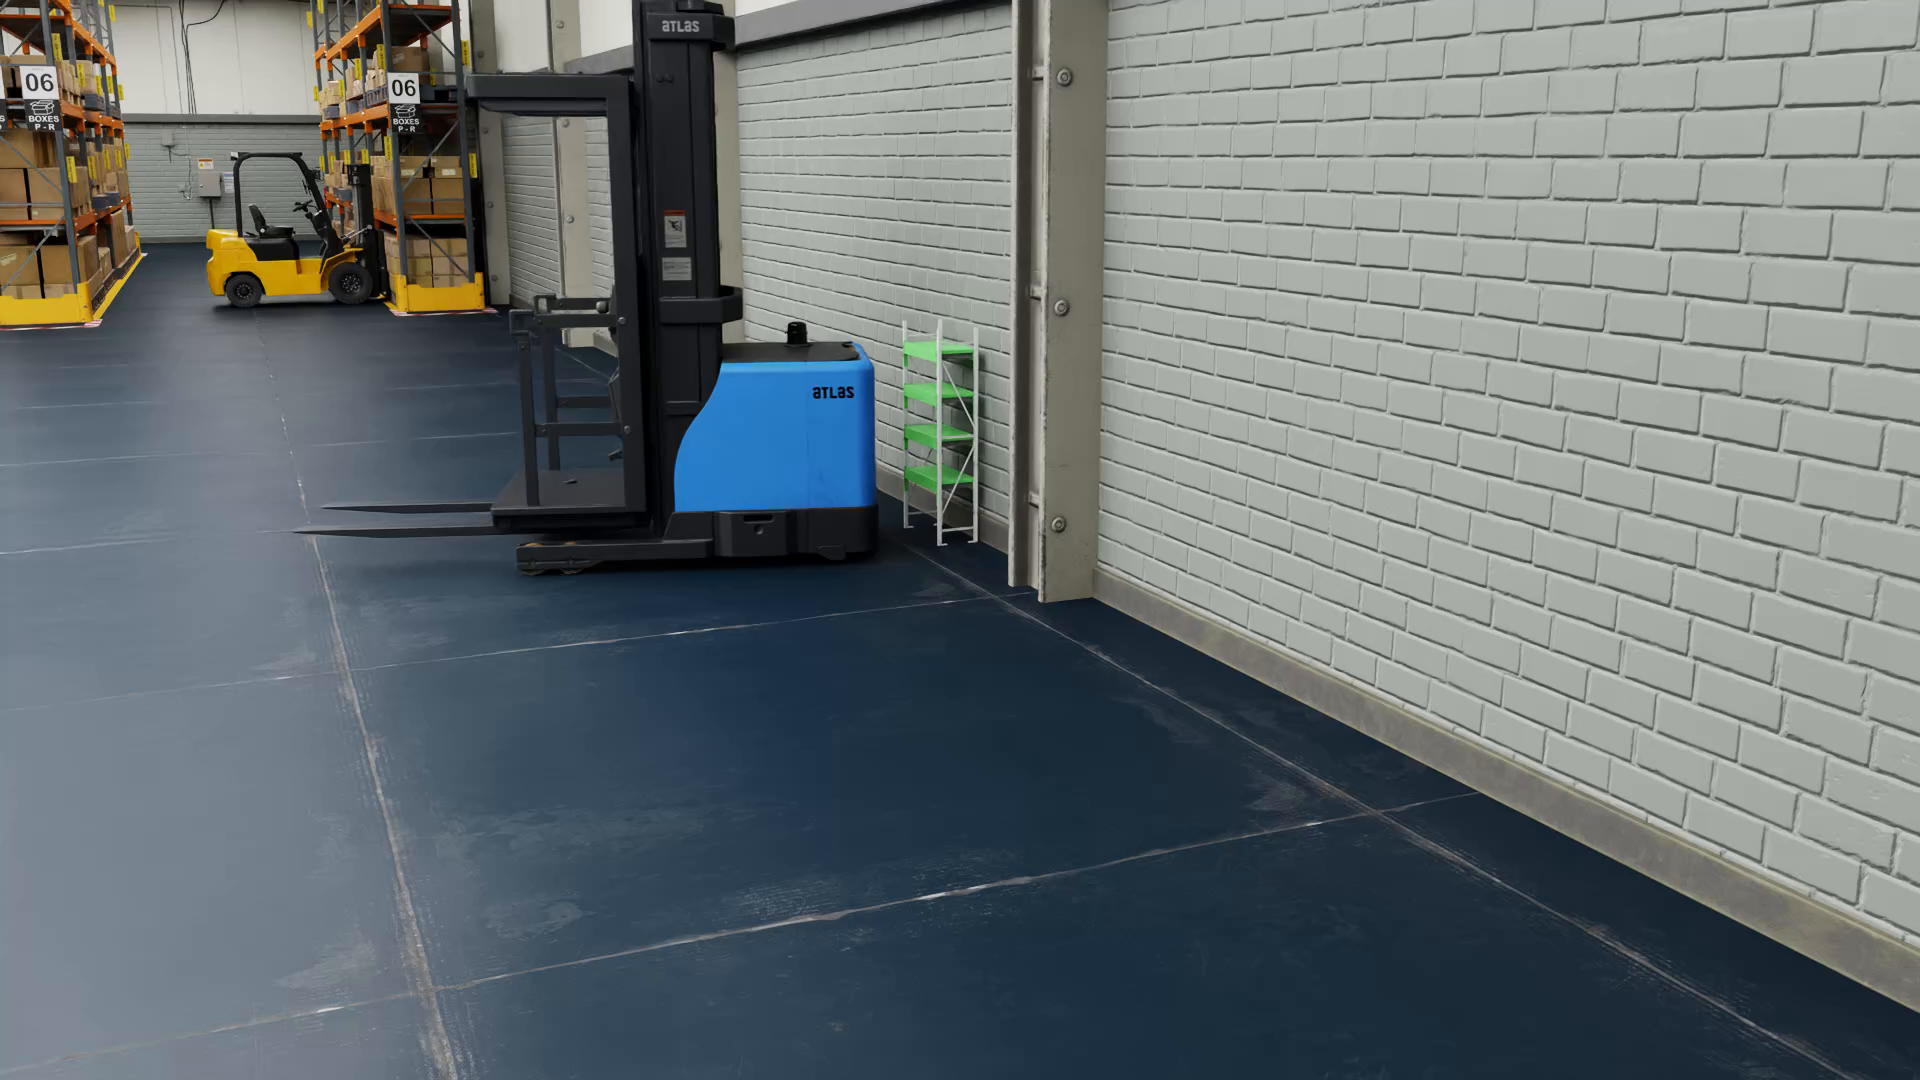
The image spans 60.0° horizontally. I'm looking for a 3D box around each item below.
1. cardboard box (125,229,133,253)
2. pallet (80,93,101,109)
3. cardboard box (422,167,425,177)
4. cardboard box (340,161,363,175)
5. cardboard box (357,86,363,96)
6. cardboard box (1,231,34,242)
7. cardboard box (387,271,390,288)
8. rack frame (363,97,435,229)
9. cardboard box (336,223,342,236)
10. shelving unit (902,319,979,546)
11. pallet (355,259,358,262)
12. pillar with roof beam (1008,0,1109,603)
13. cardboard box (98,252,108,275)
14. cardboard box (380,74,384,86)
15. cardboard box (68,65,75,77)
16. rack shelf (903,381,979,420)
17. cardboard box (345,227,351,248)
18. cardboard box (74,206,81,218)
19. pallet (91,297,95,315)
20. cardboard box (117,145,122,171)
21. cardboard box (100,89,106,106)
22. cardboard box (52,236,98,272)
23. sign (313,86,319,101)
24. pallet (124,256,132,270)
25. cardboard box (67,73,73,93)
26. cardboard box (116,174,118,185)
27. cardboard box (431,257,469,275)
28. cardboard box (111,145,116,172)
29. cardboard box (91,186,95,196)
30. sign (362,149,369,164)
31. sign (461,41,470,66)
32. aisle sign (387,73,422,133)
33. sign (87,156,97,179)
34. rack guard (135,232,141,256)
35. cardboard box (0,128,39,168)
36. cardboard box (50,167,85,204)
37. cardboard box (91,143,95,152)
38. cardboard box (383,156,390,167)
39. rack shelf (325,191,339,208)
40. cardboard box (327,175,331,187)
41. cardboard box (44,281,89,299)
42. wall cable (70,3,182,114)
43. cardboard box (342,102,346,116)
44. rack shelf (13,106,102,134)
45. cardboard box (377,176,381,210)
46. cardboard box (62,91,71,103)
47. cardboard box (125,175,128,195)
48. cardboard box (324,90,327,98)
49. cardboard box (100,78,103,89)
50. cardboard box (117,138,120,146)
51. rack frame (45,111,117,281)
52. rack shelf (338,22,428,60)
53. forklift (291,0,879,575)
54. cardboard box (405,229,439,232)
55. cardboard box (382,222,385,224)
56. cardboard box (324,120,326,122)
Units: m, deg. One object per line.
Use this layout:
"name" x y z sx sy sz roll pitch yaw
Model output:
"cardboard box" -17.162 -6.016 33.461 0.875 0.438 0.875 -6 14 -25
"pallet" -13.594 -6.589 24.953 1.213 0.211 1.003 -6 14 -23
"cardboard box" -7.787 -5.482 24.743 0.380 0.149 0.250 -6 14 -23
"cardboard box" -11.324 -6.933 31.514 0.797 0.503 0.637 -6 14 -24
"cardboard box" -9.617 -7.324 27.112 0.380 0.149 0.250 -6 14 -23
"cardboard box" -12.813 -4.121 22.588 0.380 0.149 0.250 -5 14 -21
"cardboard box" -8.156 -3.846 24.504 0.500 0.250 0.500 -5 14 -22
"rack frame" -8.898 -5.532 26.618 1.000 3.000 0.127 -6 14 -23
"cardboard box" -12.824 -6.468 35.276 0.700 0.500 0.500 -6 14 -25
"shelving unit" -0.112 -0.614 9.361 0.258 1.200 0.503 -6 14 -23
"pallet" -10.765 -5.157 31.184 1.003 0.211 1.213 -6 14 -23
"pillar with roof beam" -3.483 -3.745 5.596 9.100 9.000 0.400 -6 14 -23
"cardboard box" -14.228 -4.407 26.654 0.950 0.372 0.625 -5 14 -21
"cardboard box" -7.906 -6.441 23.300 0.380 0.149 0.250 -6 14 -25
"cardboard box" -12.697 -6.614 23.430 0.380 0.149 0.250 -5 14 -21
"rack shelf" -0.112 -0.786 9.322 0.258 0.148 0.480 -6 14 -23
"cardboard box" -11.893 -5.942 33.002 0.500 0.500 0.500 -6 14 -24
"cardboard box" -11.994 -4.392 22.252 0.380 0.149 0.250 -5 14 -22
"pallet" -12.166 -3.084 22.228 1.003 0.211 1.213 -6 14 -23
"cardboard box" -17.010 -7.603 33.129 0.500 0.500 0.500 -5 14 -22
"cardboard box" -16.104 -8.195 30.738 0.500 0.311 0.500 -6 14 -23
"cardboard box" -12.756 -4.110 23.979 0.500 0.500 0.500 -5 14 -22
"sign" -14.202 -9.849 36.681 0.100 0.325 0.005 -6 14 -23
"pallet" -16.271 -5.224 31.474 1.003 0.211 1.213 -6 14 -23
"cardboard box" -12.409 -6.234 22.674 0.500 0.250 0.500 -5 14 -22
"cardboard box" -16.250 -6.837 31.480 0.500 0.250 0.500 -6 14 -23
"cardboard box" -7.294 -3.930 23.754 0.500 0.250 0.500 -5 14 -22
"cardboard box" -16.026 -7.095 30.935 0.500 0.500 0.500 -5 14 -22
"cardboard box" -13.377 -5.307 25.275 0.380 0.149 0.250 -5 14 -22
"sign" -9.391 -6.006 26.276 0.100 0.325 0.005 -6 14 -23
"sign" -6.785 -6.680 22.813 0.100 0.325 0.005 -6 14 -23
"aisle sign" -7.539 -5.932 22.581 0.394 0.787 0.004 -6 14 -23
"sign" -12.951 -5.555 24.798 0.100 0.325 0.005 -6 14 -23
"rack guard" -18.261 -6.349 35.692 1.175 0.500 0.348 -6 14 -23
"cardboard box" -12.247 -5.023 21.320 0.700 0.500 0.500 -6 14 -24
"cardboard box" -12.405 -4.889 22.959 0.500 0.500 0.500 -6 14 -24
"cardboard box" -14.133 -6.311 26.732 0.380 0.149 0.250 -6 14 -26
"cardboard box" -8.127 -5.471 24.038 0.380 0.149 0.250 -5 14 -22
"rack shelf" -12.904 -7.247 35.625 1.077 0.370 4.000 -6 14 -23
"cardboard box" -13.362 -7.756 35.902 0.500 0.250 0.500 -6 14 -24
"cardboard box" -11.912 -3.313 22.197 0.500 0.250 0.500 -6 14 -23
"wall cable" -20.098 -11.702 39.972 2.355 3.000 0.029 -6 14 -23
"cardboard box" -10.928 -7.830 30.230 0.500 0.250 0.500 -6 14 -25
"rack shelf" -14.246 -6.607 26.205 1.077 0.370 4.000 -6 14 -23
"cardboard box" -8.532 -5.254 25.198 0.500 0.500 0.500 -6 14 -24
"cardboard box" -12.199 -5.959 22.371 0.380 0.149 0.250 -5 14 -22
"cardboard box" -17.414 -7.324 34.141 0.500 0.500 0.500 -5 14 -21
"cardboard box" -12.385 -8.820 32.919 0.380 0.149 0.250 -5 14 -21
"cardboard box" -16.693 -8.639 32.017 0.500 0.500 0.500 -5 14 -22
"cardboard box" -17.557 -8.206 34.294 0.380 0.149 0.250 -5 14 -22
"rack frame" -15.047 -5.909 28.248 1.000 3.000 0.127 -6 14 -23
"rack shelf" -9.699 -8.322 27.853 1.077 0.370 4.000 -6 14 -23
"forklift" -1.989 -1.372 8.797 3.031 2.935 1.130 -2 13 -7
"cardboard box" -8.524 -4.799 26.404 0.500 0.250 0.500 -5 14 -22
"cardboard box" -10.851 -6.012 31.868 0.380 0.149 0.250 -6 14 -24
"cardboard box" -13.265 -8.937 35.238 0.380 0.149 0.250 -6 14 -23
